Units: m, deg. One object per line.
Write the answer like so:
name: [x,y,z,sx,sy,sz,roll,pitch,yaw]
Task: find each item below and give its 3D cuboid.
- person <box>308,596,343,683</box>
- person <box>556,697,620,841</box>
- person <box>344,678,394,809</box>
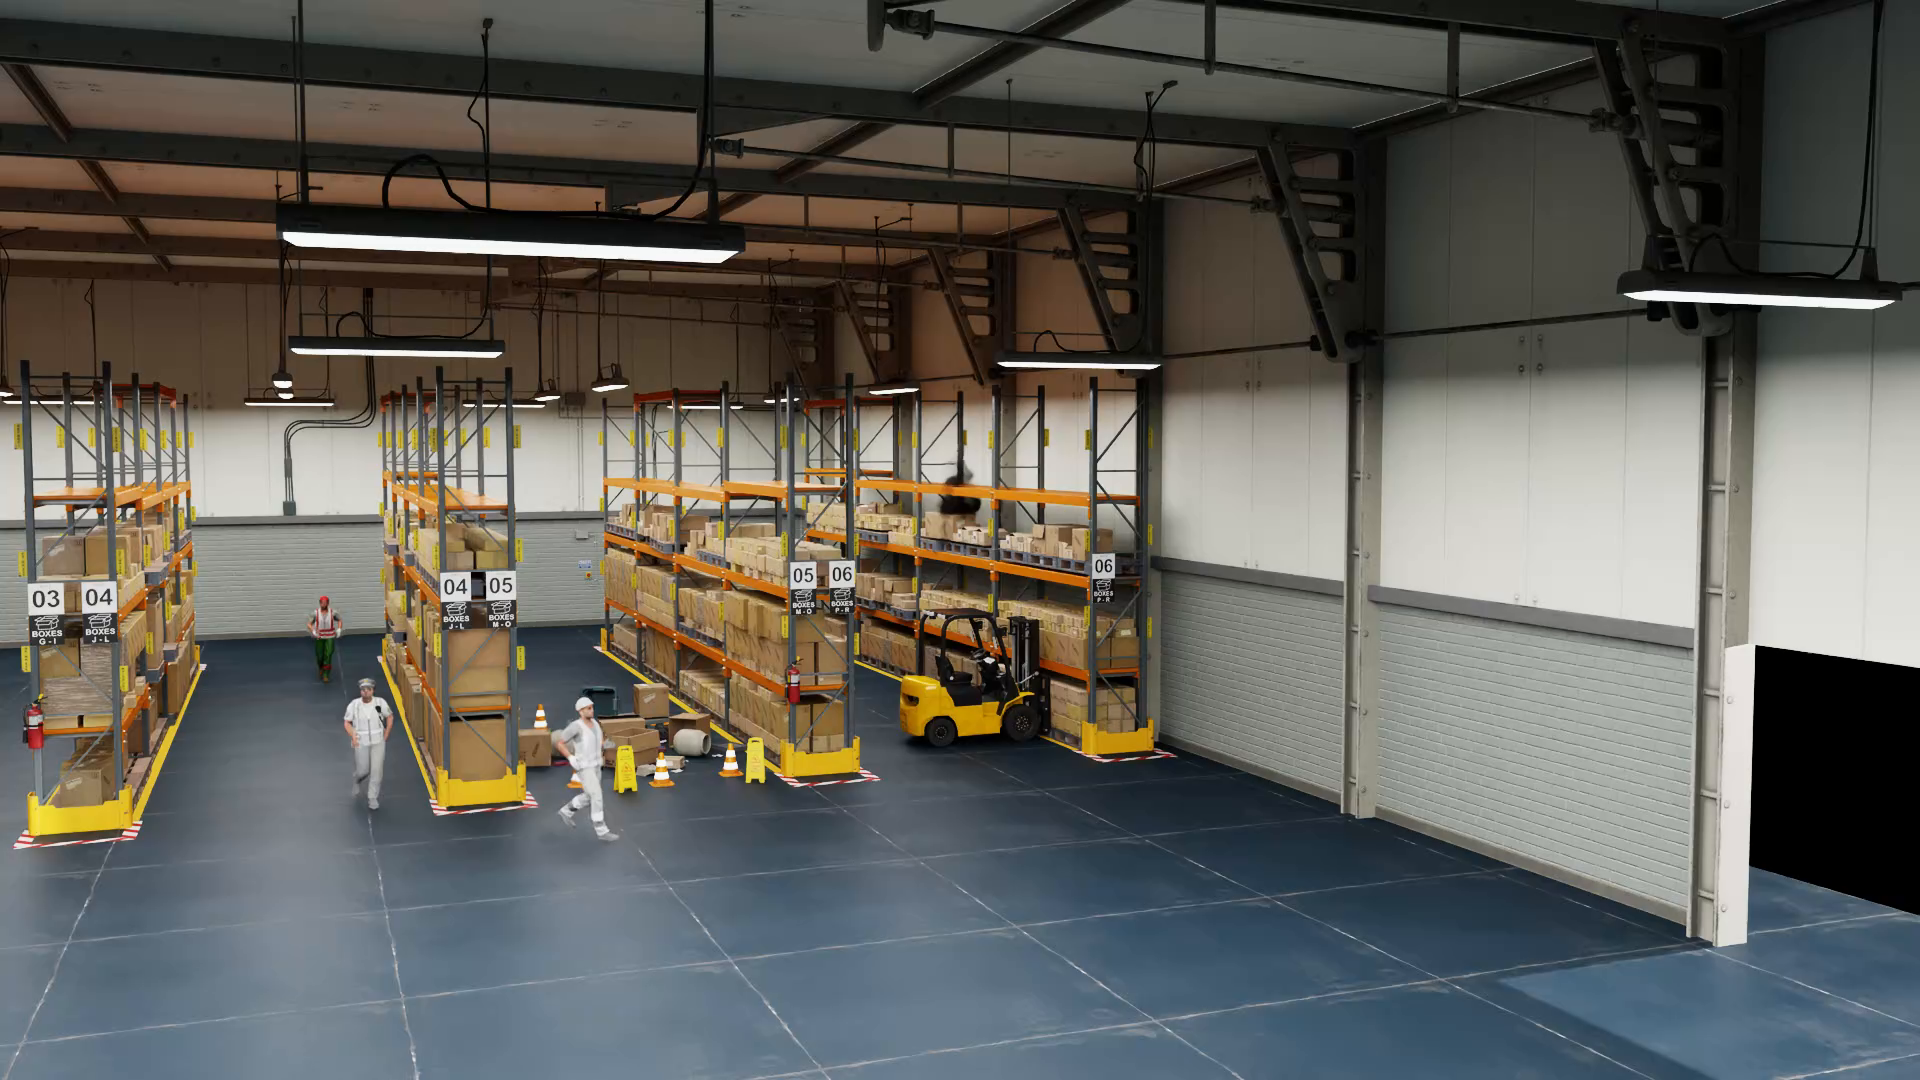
person: [-13.189,2.044,34.565,0.683,1.780,0.781,-1,4,-19]
person: [-4.663,2.848,20.790,0.980,1.767,0.665,1,4,22]
person: [-8.104,2.766,22.847,0.648,1.757,0.675,-2,4,-24]
